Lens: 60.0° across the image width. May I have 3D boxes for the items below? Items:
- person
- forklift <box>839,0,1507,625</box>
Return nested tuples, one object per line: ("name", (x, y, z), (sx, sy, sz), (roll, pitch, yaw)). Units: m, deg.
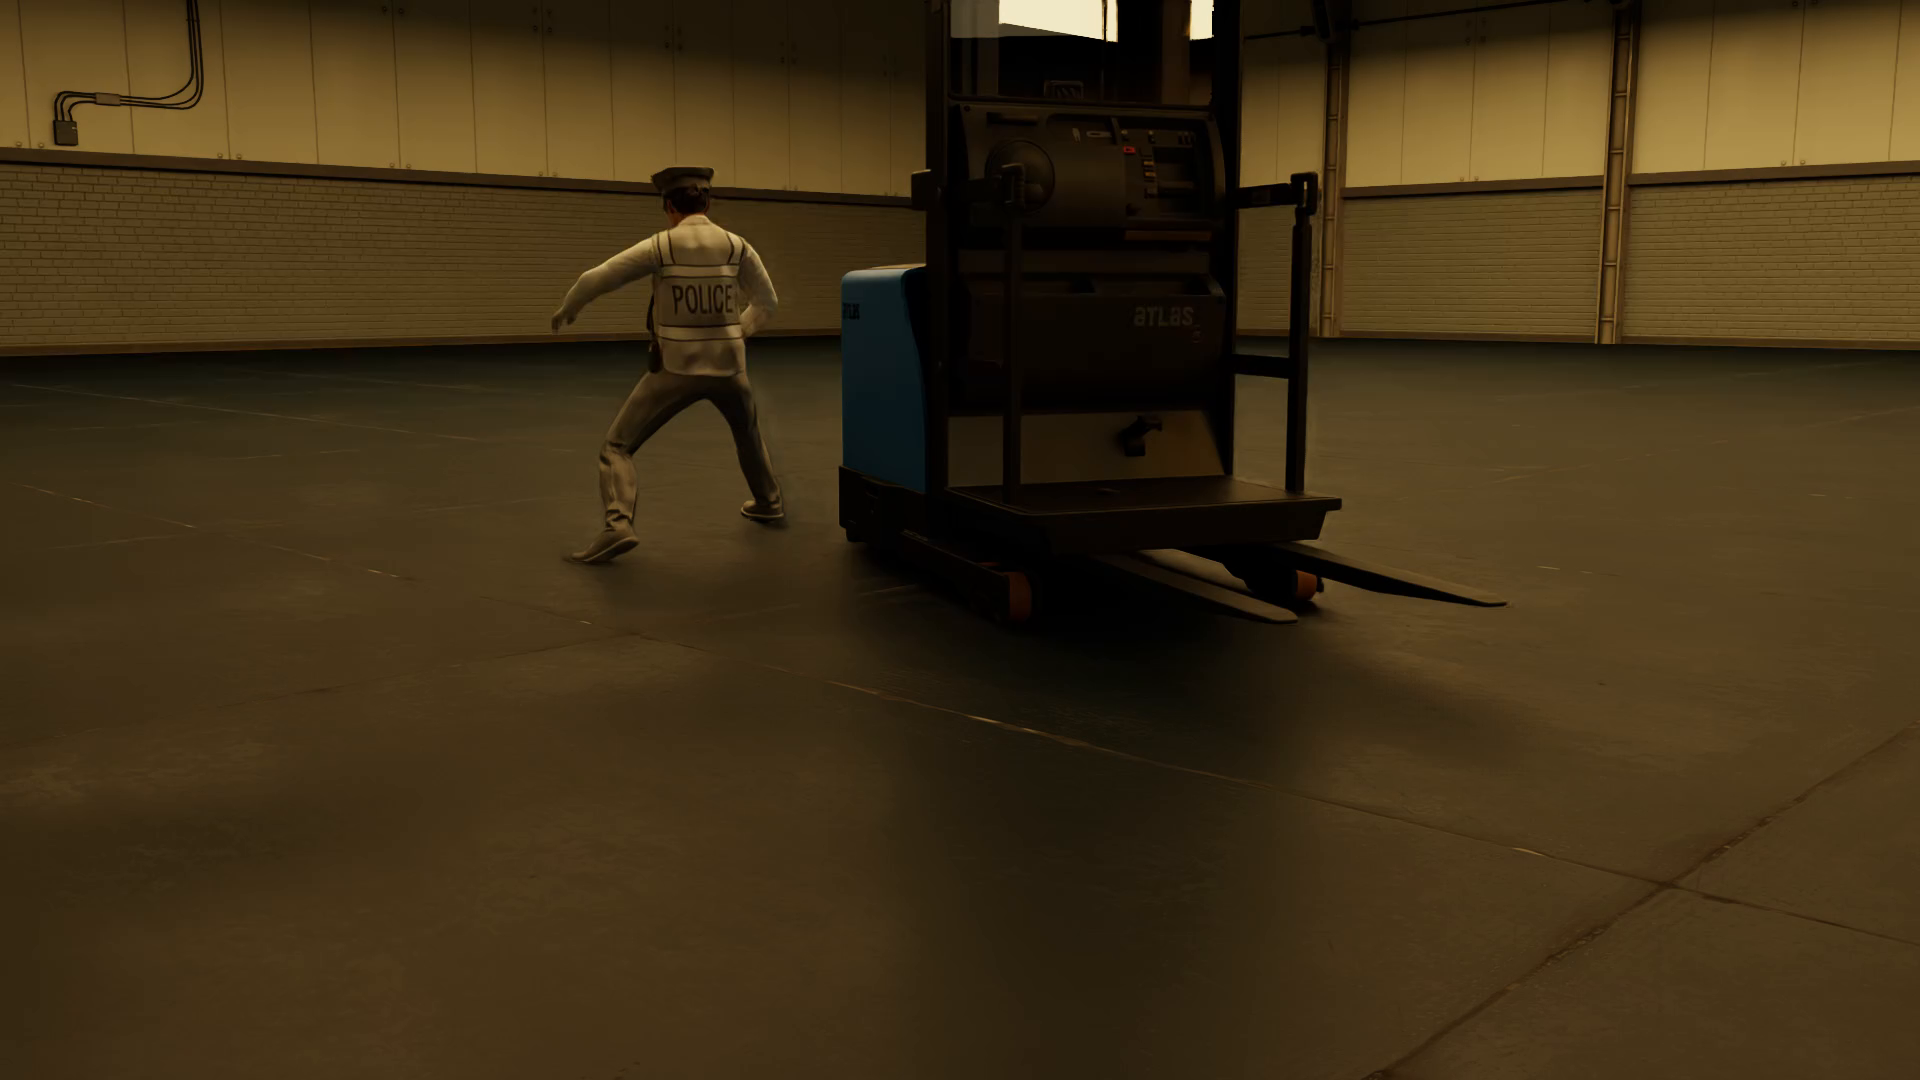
("person", (-1.123, -0.712, 6.602), (1.064, 1.502, 0.954), (-4, 10, -27))
("forklift", (0.521, -1.263, 5.263), (1.130, 2.935, 3.031), (-3, 9, -21))
